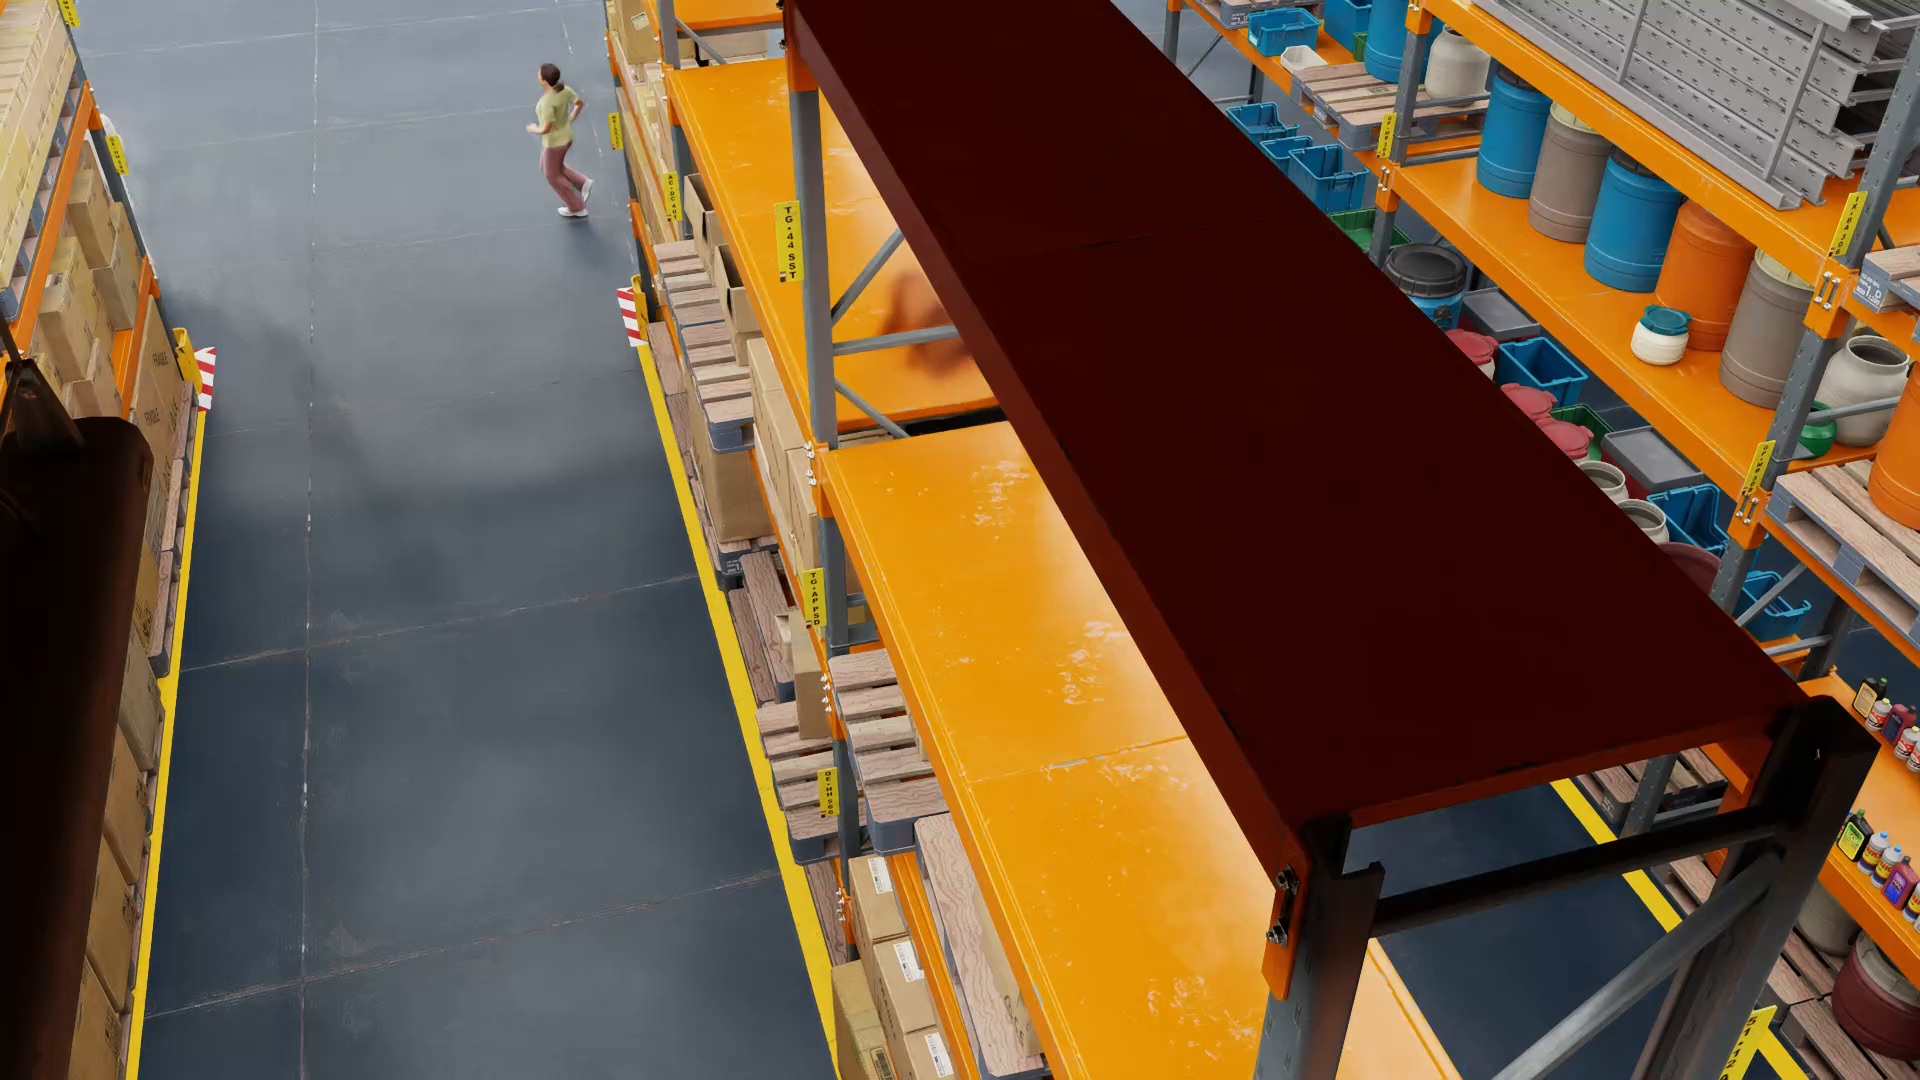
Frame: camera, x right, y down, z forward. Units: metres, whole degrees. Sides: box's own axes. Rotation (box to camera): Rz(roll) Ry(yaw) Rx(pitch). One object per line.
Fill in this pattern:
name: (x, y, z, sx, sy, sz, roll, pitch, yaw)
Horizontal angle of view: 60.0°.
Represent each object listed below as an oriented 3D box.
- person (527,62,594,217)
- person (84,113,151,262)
person: (-4.002, -3.960, 16.521, 0.548, 1.628, 0.577, 9, 39, 11)
person: (-8.099, -3.333, 15.612, 0.793, 1.843, 0.685, 25, 45, 28)
